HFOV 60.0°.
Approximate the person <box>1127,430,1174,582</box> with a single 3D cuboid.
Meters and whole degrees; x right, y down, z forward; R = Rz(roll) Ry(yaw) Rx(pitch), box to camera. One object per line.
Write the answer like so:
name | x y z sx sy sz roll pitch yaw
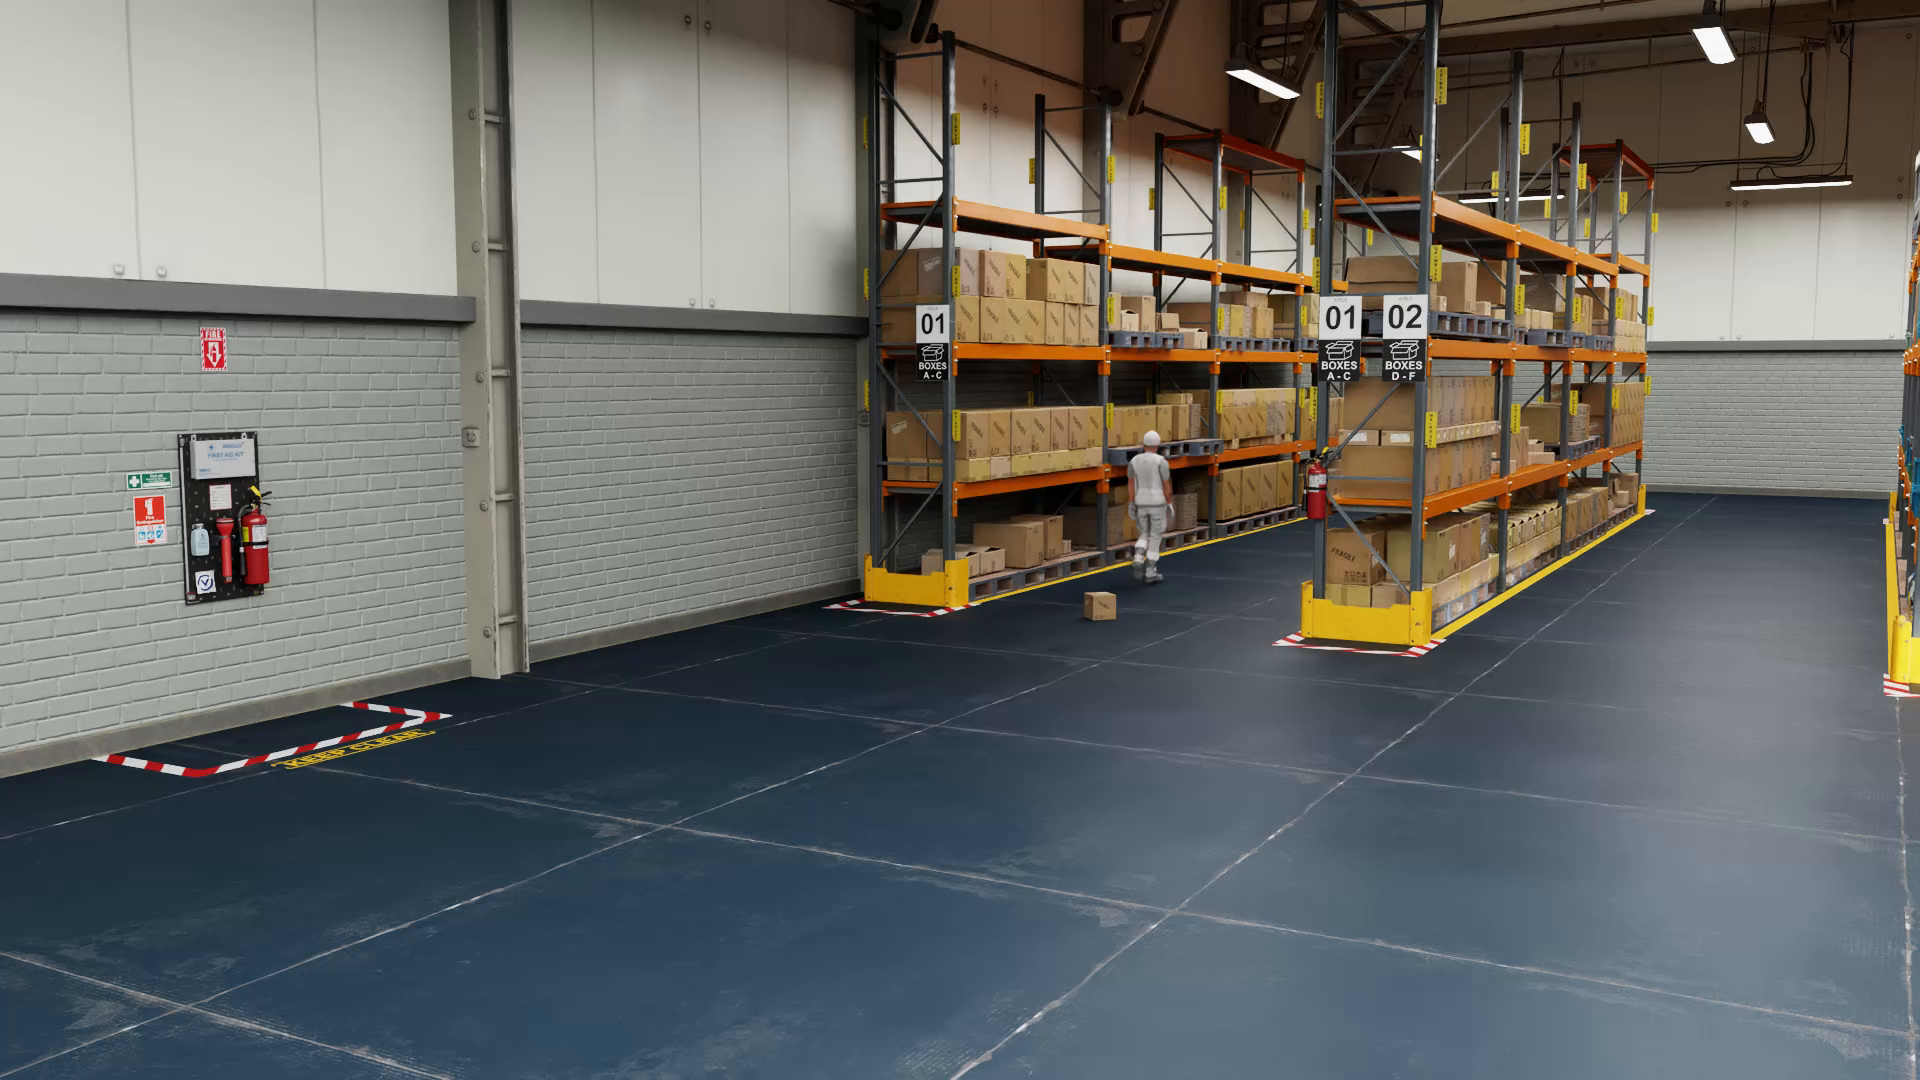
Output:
person | 2.265 -0.398 19.621 0.535 1.794 0.452 4 7 33
